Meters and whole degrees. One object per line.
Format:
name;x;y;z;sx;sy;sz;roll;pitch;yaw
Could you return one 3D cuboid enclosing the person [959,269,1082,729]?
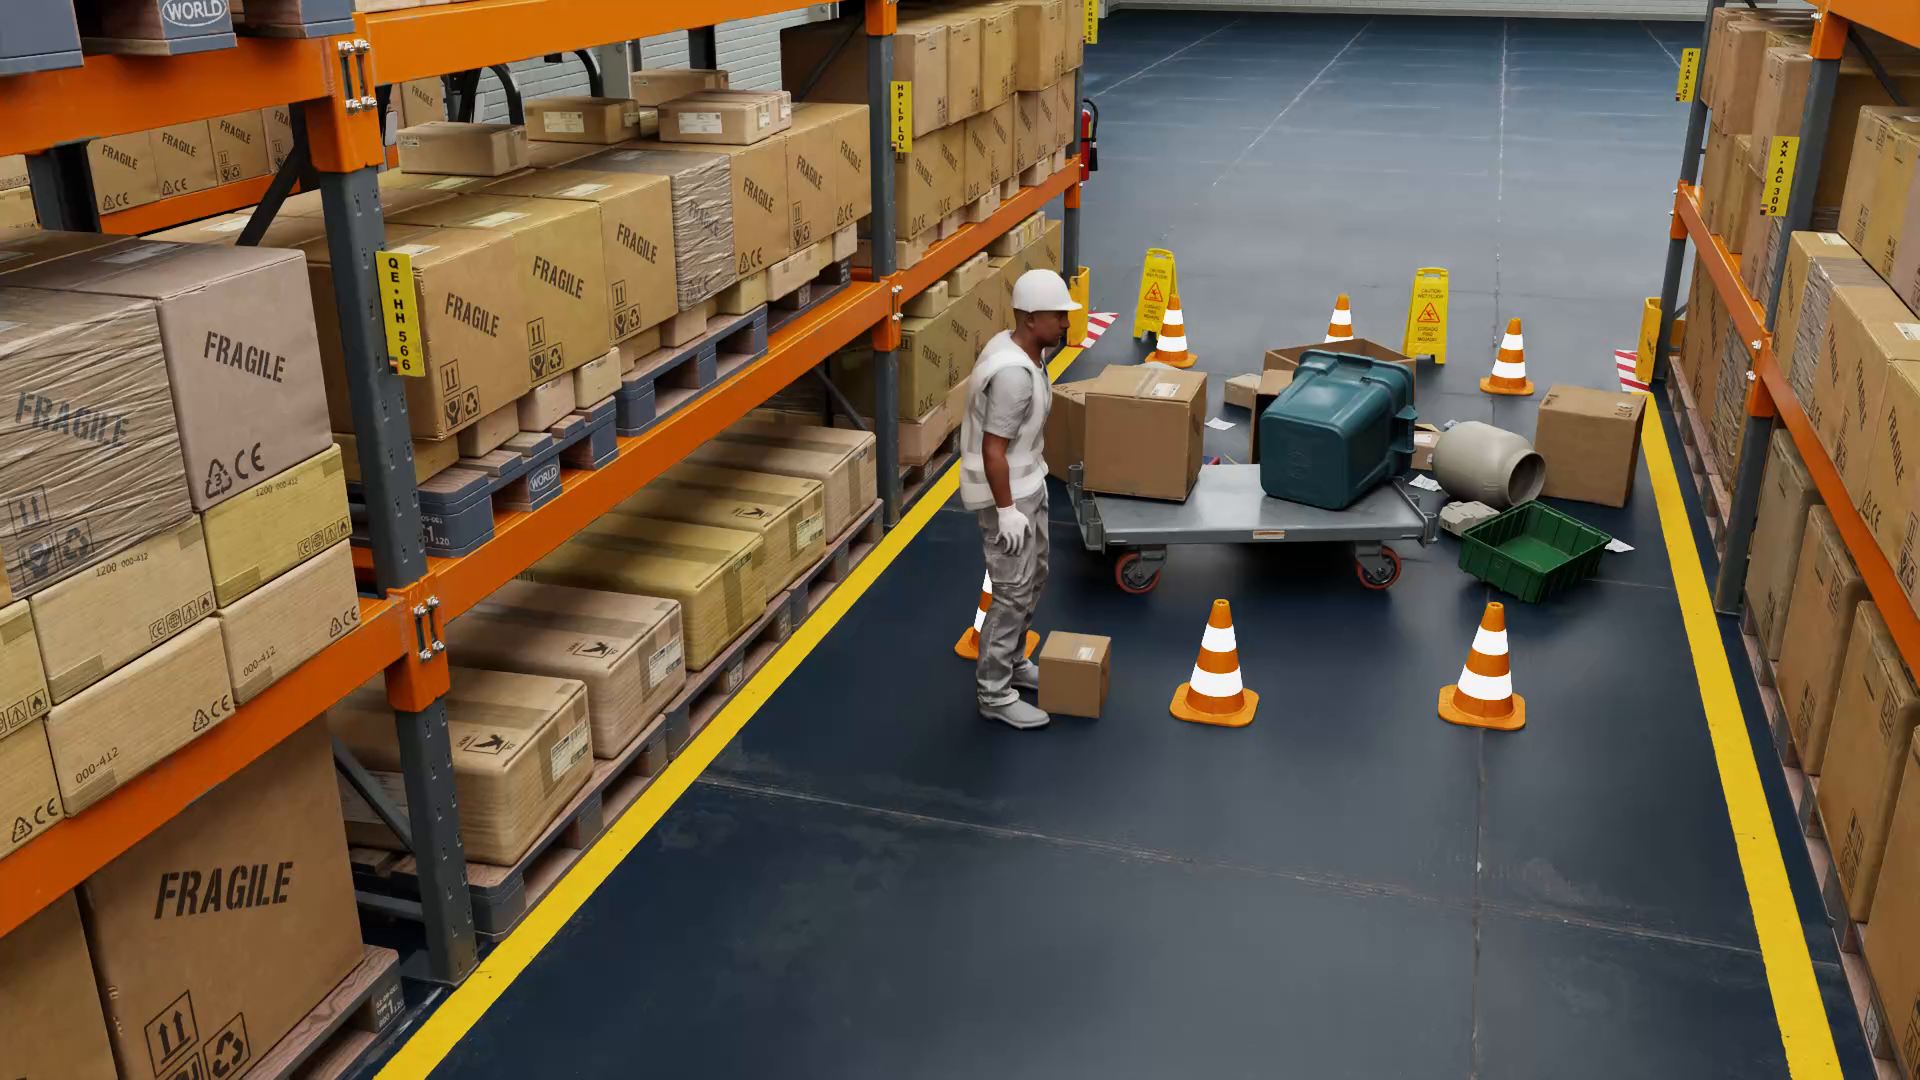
person;0.231;-0.177;6.520;0.450;1.771;0.619;5;22;11
